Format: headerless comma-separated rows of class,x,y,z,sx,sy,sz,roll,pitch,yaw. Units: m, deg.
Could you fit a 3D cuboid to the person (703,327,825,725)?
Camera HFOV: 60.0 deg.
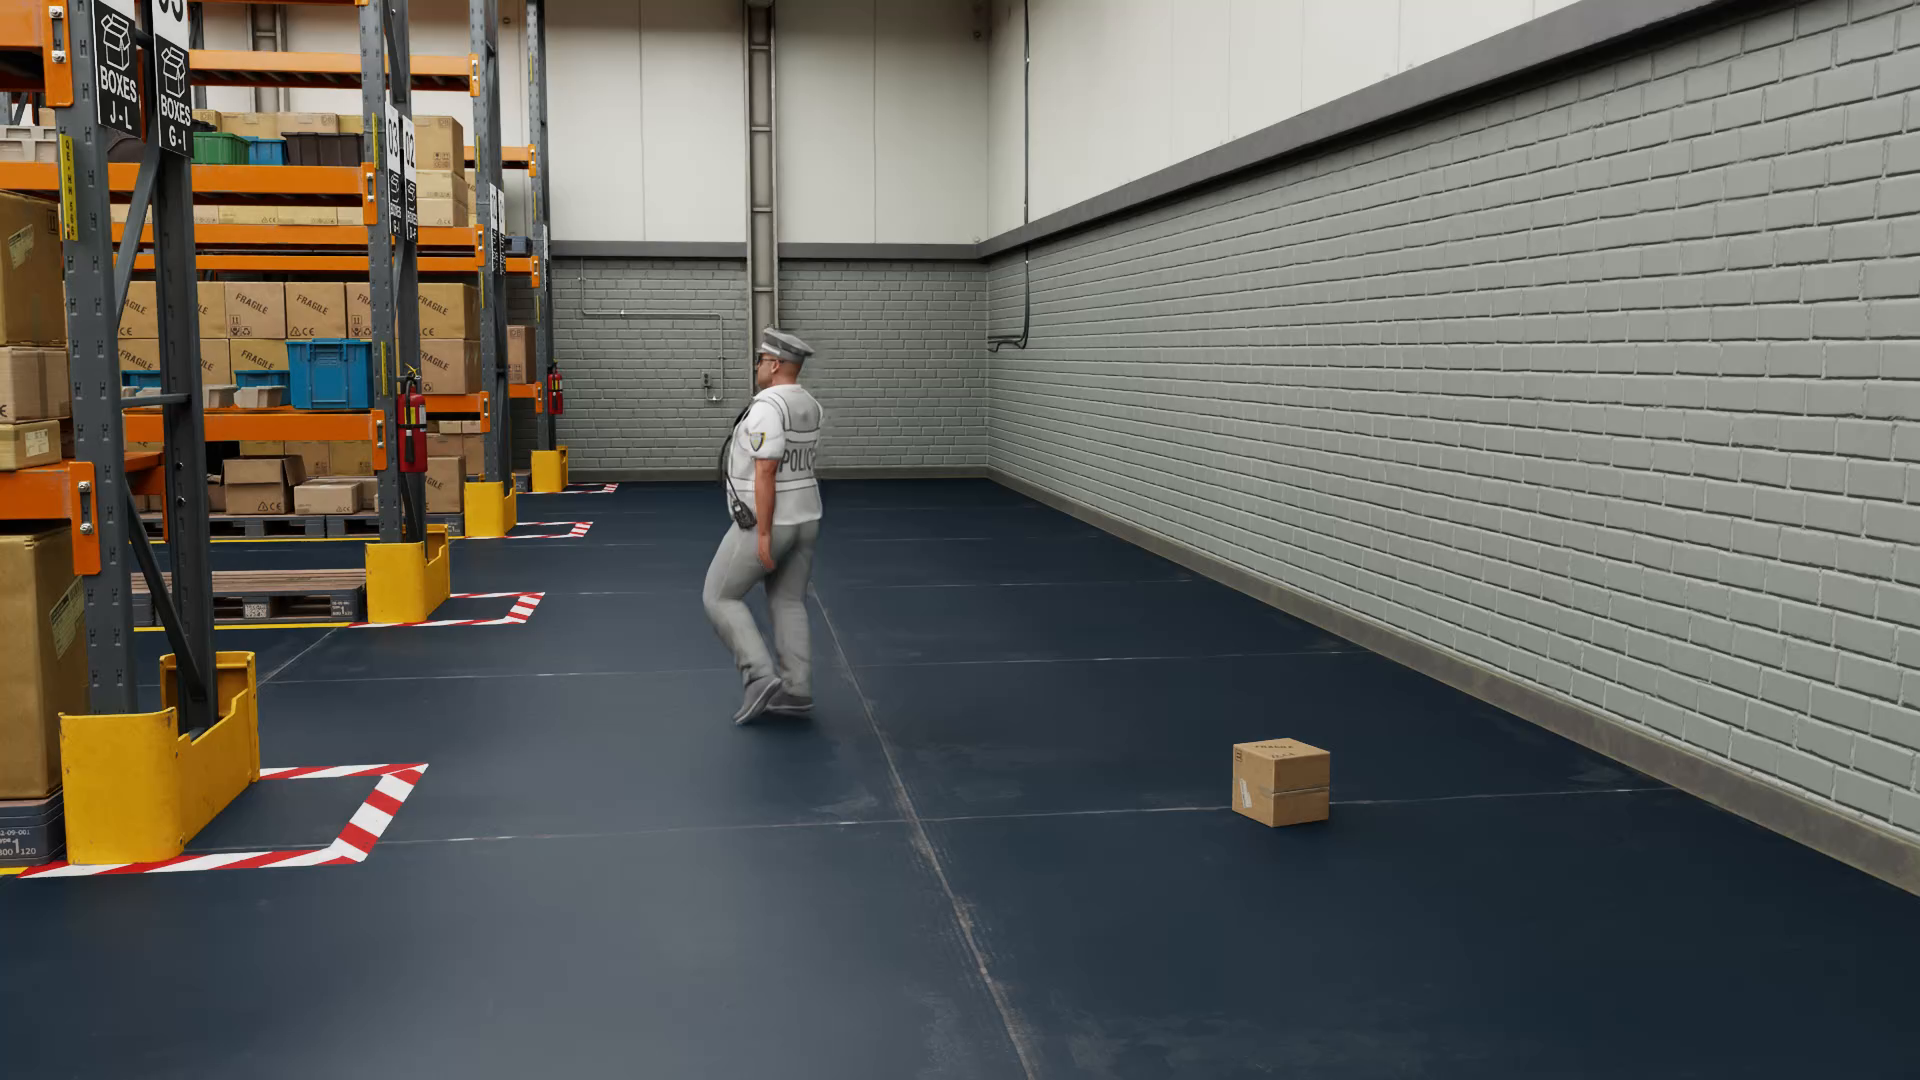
person,-0.890,-0.059,7.619,0.473,1.820,0.538,4,7,29
